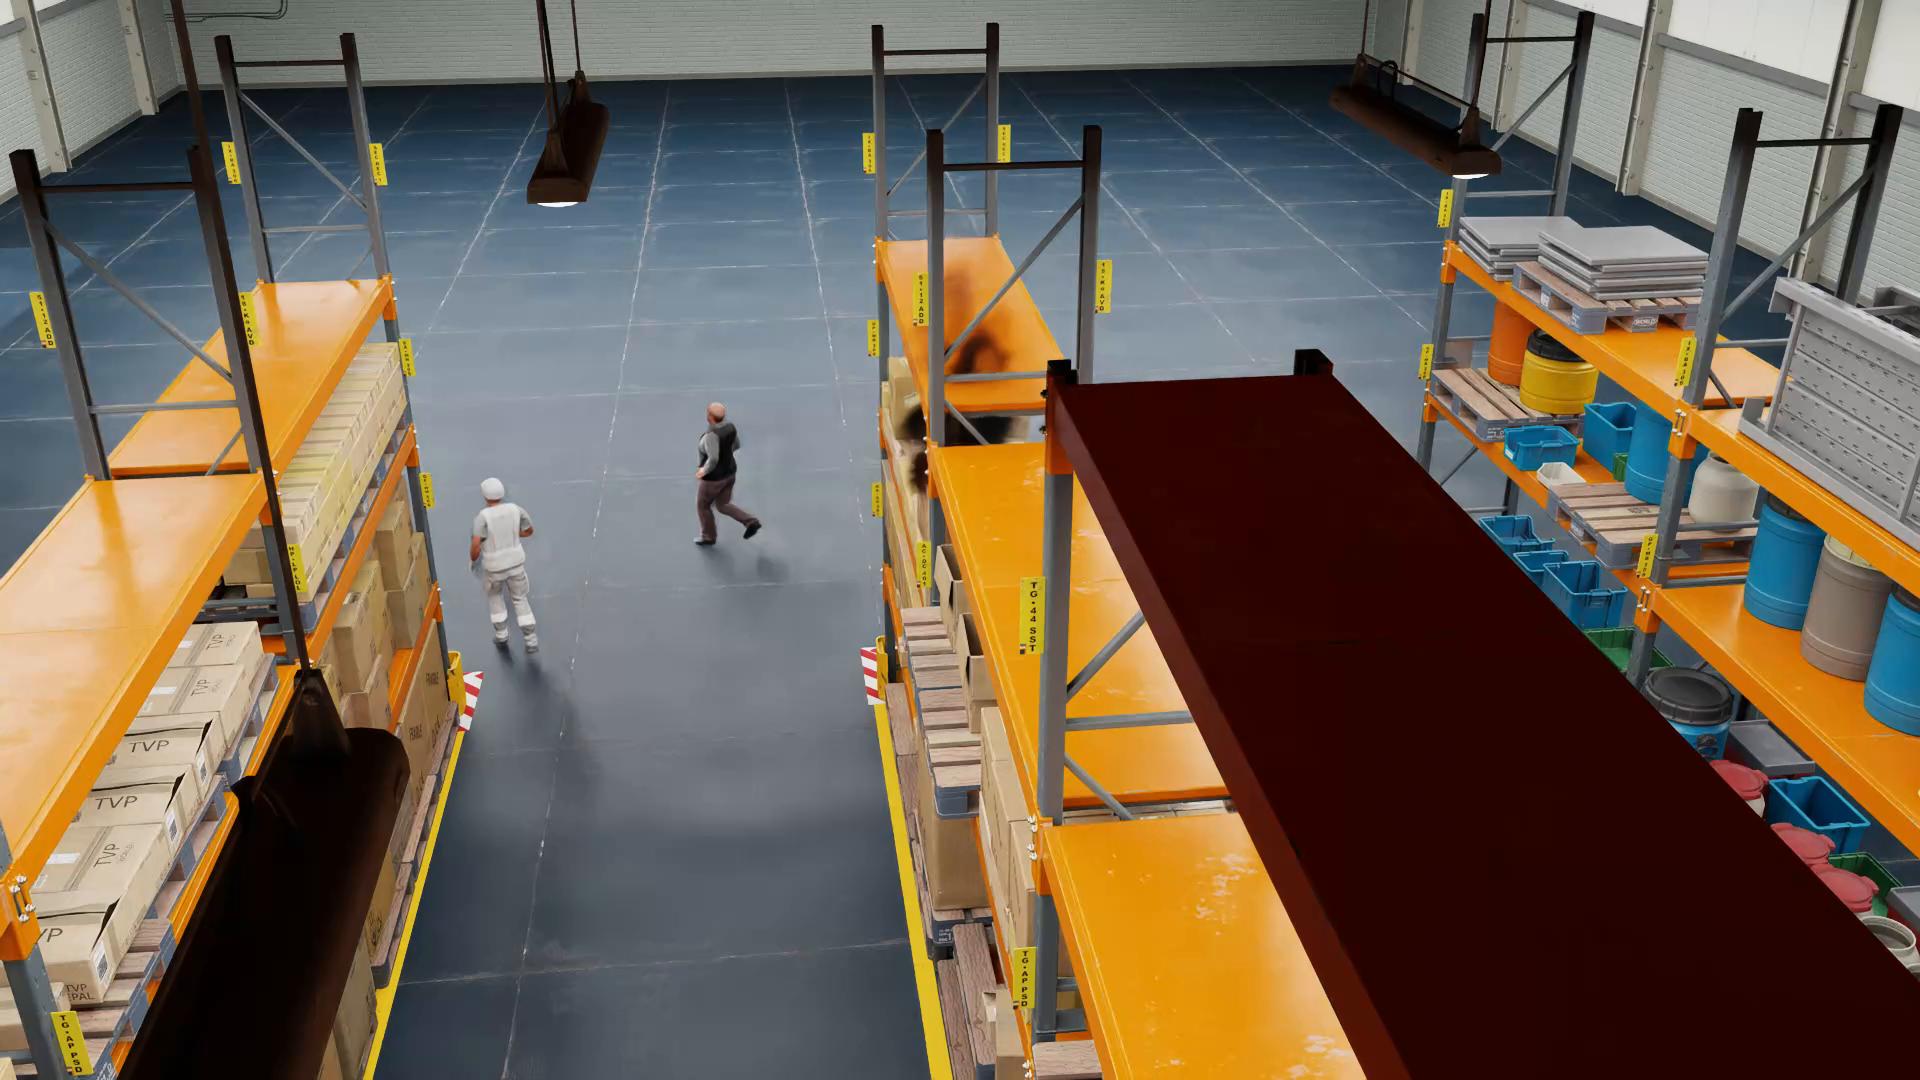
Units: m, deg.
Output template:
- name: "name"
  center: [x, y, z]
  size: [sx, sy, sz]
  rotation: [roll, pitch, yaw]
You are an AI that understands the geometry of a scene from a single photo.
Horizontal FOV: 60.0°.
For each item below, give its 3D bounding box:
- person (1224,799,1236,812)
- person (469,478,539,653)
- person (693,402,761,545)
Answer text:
- name: "person"
  center: [1.740, 2.149, 12.128]
  size: [0.573, 1.643, 0.610]
  rotation: [-3, 26, -6]
- name: "person"
  center: [-4.338, 0.284, 15.842]
  size: [0.681, 1.848, 0.801]
  rotation: [-15, 29, -29]
- name: "person"
  center: [-2.586, -0.669, 17.966]
  size: [0.867, 1.718, 0.671]
  rotation: [14, 29, 26]
